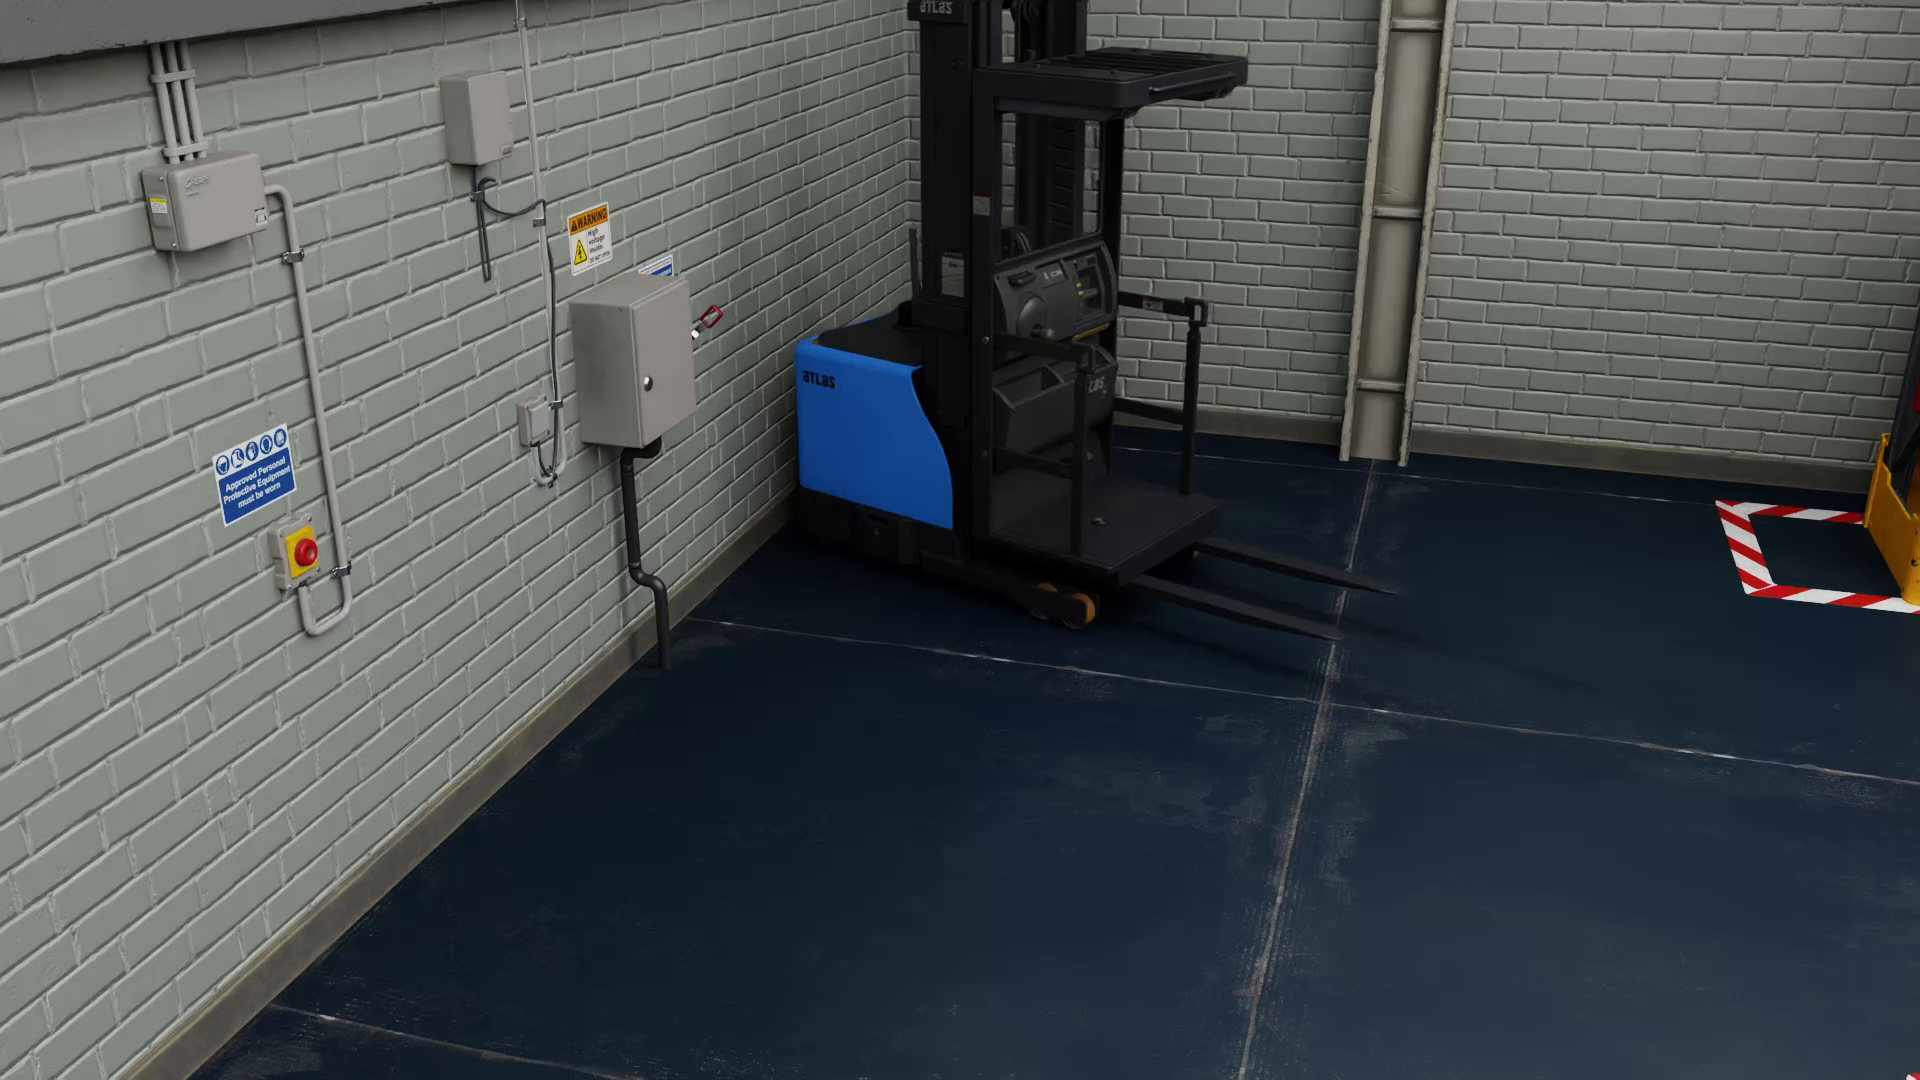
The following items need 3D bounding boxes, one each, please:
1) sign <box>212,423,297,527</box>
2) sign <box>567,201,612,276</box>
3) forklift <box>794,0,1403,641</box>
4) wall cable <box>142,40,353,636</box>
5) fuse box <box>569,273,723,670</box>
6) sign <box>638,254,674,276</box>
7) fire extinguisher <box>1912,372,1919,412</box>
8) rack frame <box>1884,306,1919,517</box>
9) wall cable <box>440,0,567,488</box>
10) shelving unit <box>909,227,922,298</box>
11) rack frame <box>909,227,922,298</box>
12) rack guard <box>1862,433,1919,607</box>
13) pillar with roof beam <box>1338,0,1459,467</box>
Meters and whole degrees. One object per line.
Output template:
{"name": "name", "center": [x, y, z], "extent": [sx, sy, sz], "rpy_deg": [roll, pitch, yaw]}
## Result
{"name": "sign", "center": [-2.091, -0.196, 4.939], "extent": [0.001, 0.218, 0.327], "rpy_deg": [7, 23, 16]}
{"name": "sign", "center": [-1.487, -1.214, 6.688], "extent": [0.001, 0.242, 0.339], "rpy_deg": [7, 23, 16]}
{"name": "forklift", "center": [0.627, -1.168, 7.756], "extent": [3.031, 2.935, 1.130], "rpy_deg": [16, 27, 34]}
{"name": "wall cable", "center": [-2.019, -0.566, 4.818], "extent": [0.123, 1.953, 0.585], "rpy_deg": [7, 23, 16]}
{"name": "fuse box", "center": [-1.272, -0.233, 7.083], "extent": [0.414, 1.711, 0.539], "rpy_deg": [7, 23, 16]}
{"name": "sign", "center": [-1.328, -0.987, 7.350], "extent": [0.001, 0.494, 0.329], "rpy_deg": [7, 23, 16]}
{"name": "fire extinguisher", "center": [4.542, -0.916, 7.644], "extent": [0.183, 0.674, 0.296], "rpy_deg": [7, 23, 16]}
{"name": "rack frame", "center": [4.817, -1.276, 7.928], "extent": [0.127, 3.000, 1.000], "rpy_deg": [7, 23, 16]}
{"name": "wall cable", "center": [-1.620, -1.068, 6.084], "extent": [0.122, 1.984, 0.588], "rpy_deg": [7, 23, 16]}
{"name": "shelving unit", "center": [-0.705, -1.045, 9.279], "extent": [1.083, 1.500, 0.587], "rpy_deg": [1, 23, 8]}
{"name": "rack frame", "center": [-0.192, -1.034, 9.209], "extent": [0.032, 1.500, 0.500], "rpy_deg": [1, 23, 8]}
{"name": "rack guard", "center": [4.889, -0.111, 8.382], "extent": [0.348, 0.500, 1.175], "rpy_deg": [7, 23, 16]}
{"name": "pillar with roof beam", "center": [1.252, -3.111, 4.496], "extent": [0.400, 9.000, 9.100], "rpy_deg": [7, 23, 16]}
